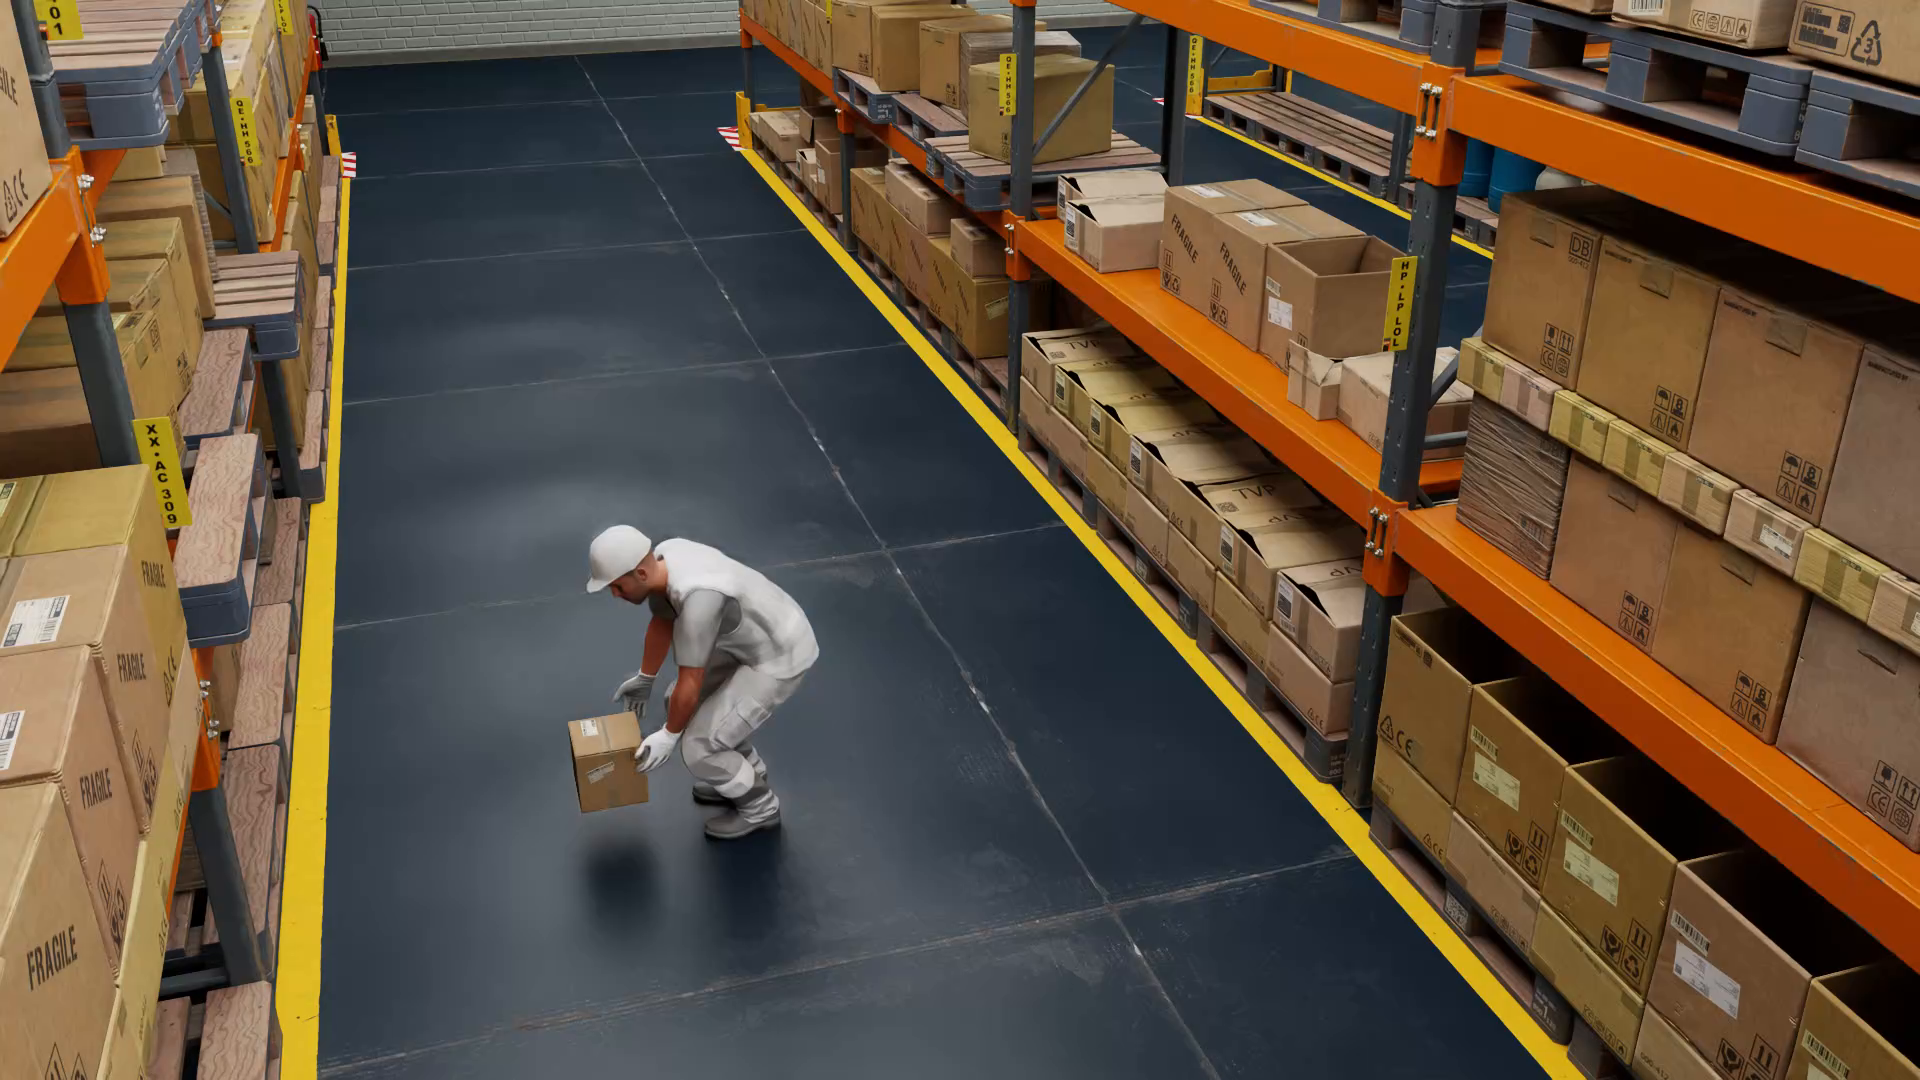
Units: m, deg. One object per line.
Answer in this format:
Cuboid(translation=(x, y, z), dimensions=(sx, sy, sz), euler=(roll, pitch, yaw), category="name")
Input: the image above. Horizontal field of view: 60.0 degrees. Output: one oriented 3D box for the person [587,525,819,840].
Cuboid(translation=(-0.922, 0.500, 6.129), dimensions=(0.816, 1.295, 0.585), euler=(-8, 27, -16), category="person")
